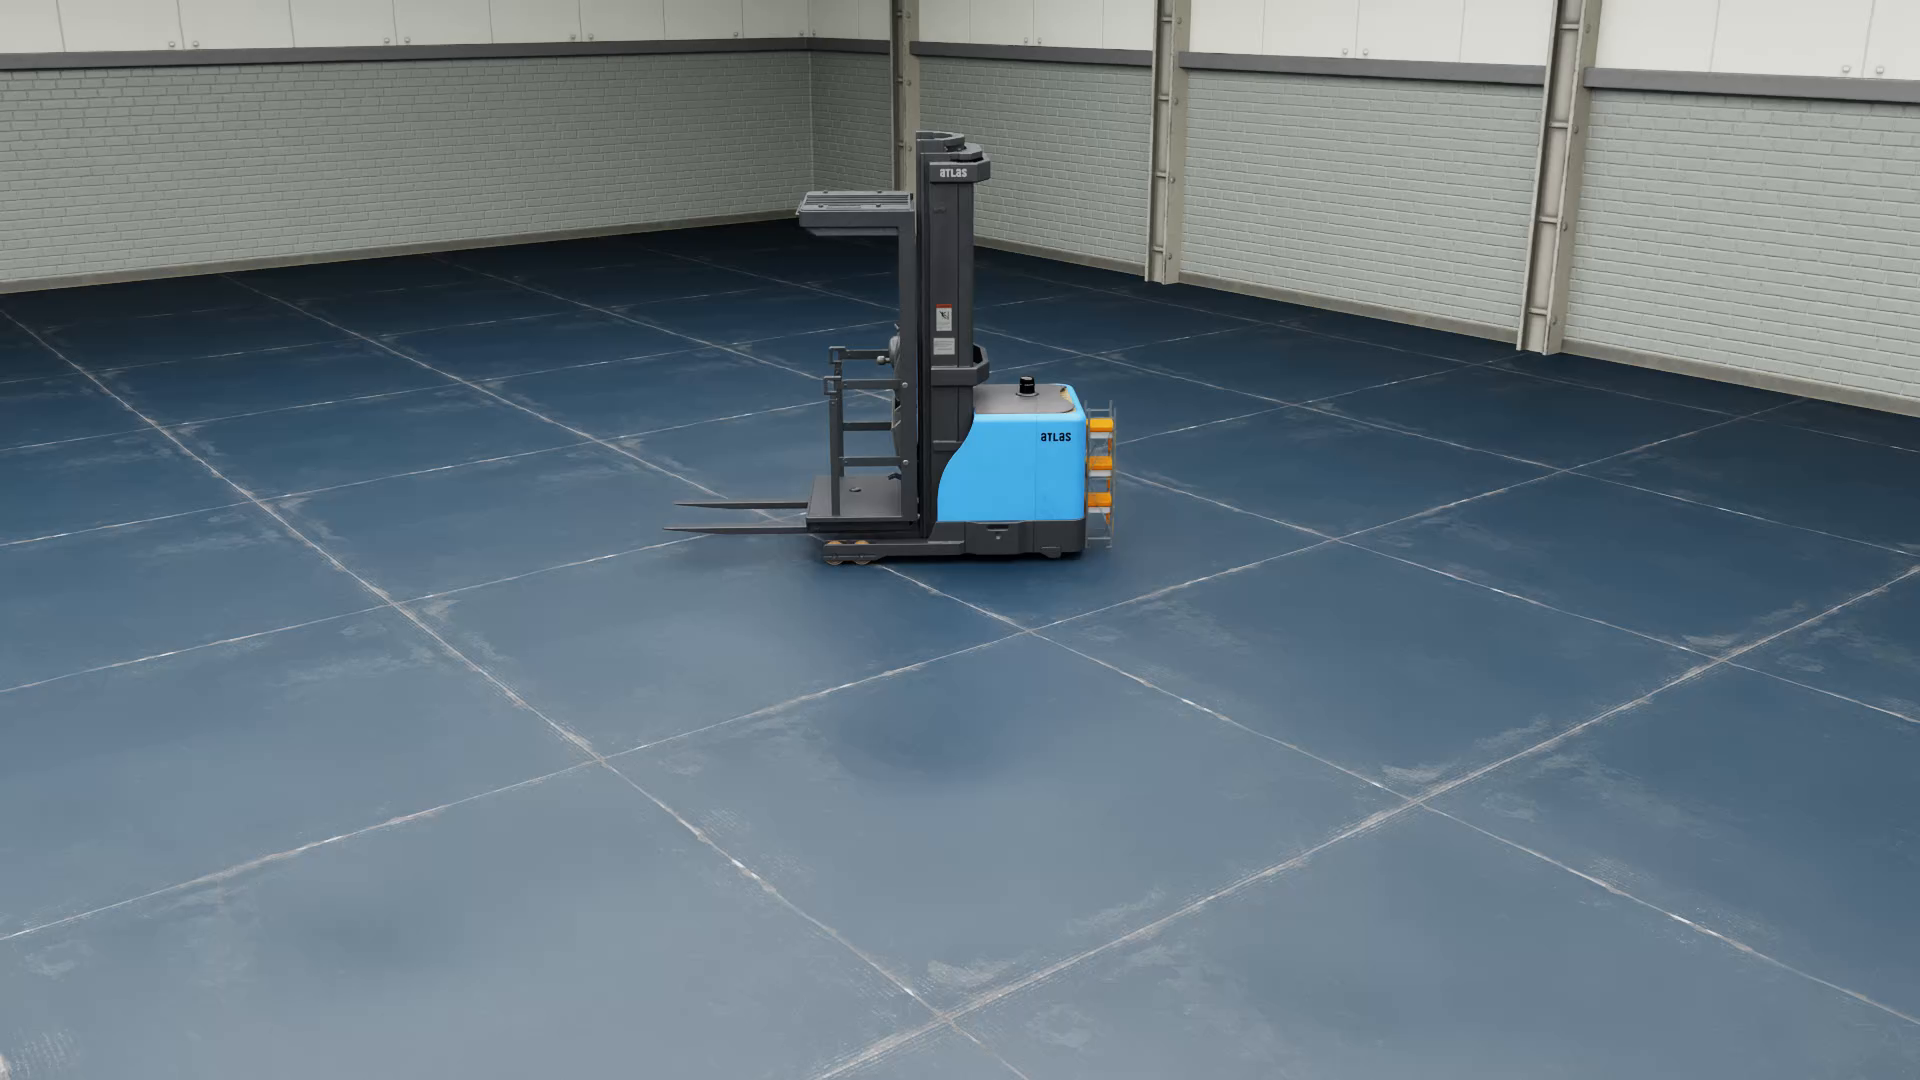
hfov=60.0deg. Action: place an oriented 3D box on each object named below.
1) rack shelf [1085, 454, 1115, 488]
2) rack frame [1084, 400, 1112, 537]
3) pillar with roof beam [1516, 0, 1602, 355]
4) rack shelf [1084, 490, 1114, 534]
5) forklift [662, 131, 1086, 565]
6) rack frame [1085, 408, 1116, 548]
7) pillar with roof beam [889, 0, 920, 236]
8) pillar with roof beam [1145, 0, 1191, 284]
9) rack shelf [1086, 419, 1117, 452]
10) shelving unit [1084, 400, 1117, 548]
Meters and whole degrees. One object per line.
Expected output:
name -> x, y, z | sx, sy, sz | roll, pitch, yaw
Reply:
rack shelf -> 1.011, -0.470, 12.147 | 0.215, 0.259, 0.240 | -1, 18, -2
rack frame -> 1.006, -0.519, 12.259 | 0.200, 1.050, 0.008 | -1, 18, -2
pillar with roof beam -> 3.184, -5.577, 14.889 | 9.100, 9.000, 0.400 | -14, 23, -36
rack shelf -> 1.011, -0.207, 12.234 | 0.215, 0.259, 0.240 | -1, 18, -2
forklift -> -0.630, -1.384, 11.880 | 3.031, 2.935, 1.130 | -1, 18, -2
rack frame -> 1.015, -0.442, 12.028 | 0.200, 1.050, 0.008 | -1, 18, -2
pillar with roof beam -> -4.266, -8.534, 23.819 | 9.100, 9.000, 0.400 | -14, 23, -36
pillar with roof beam -> -0.541, -7.055, 19.354 | 9.100, 9.000, 0.400 | -14, 23, -36
rack shelf -> 1.011, -0.740, 12.057 | 0.215, 0.259, 0.240 | -1, 18, -2
shelving unit -> 1.011, -0.480, 12.143 | 0.215, 1.050, 0.252 | -1, 18, -2
